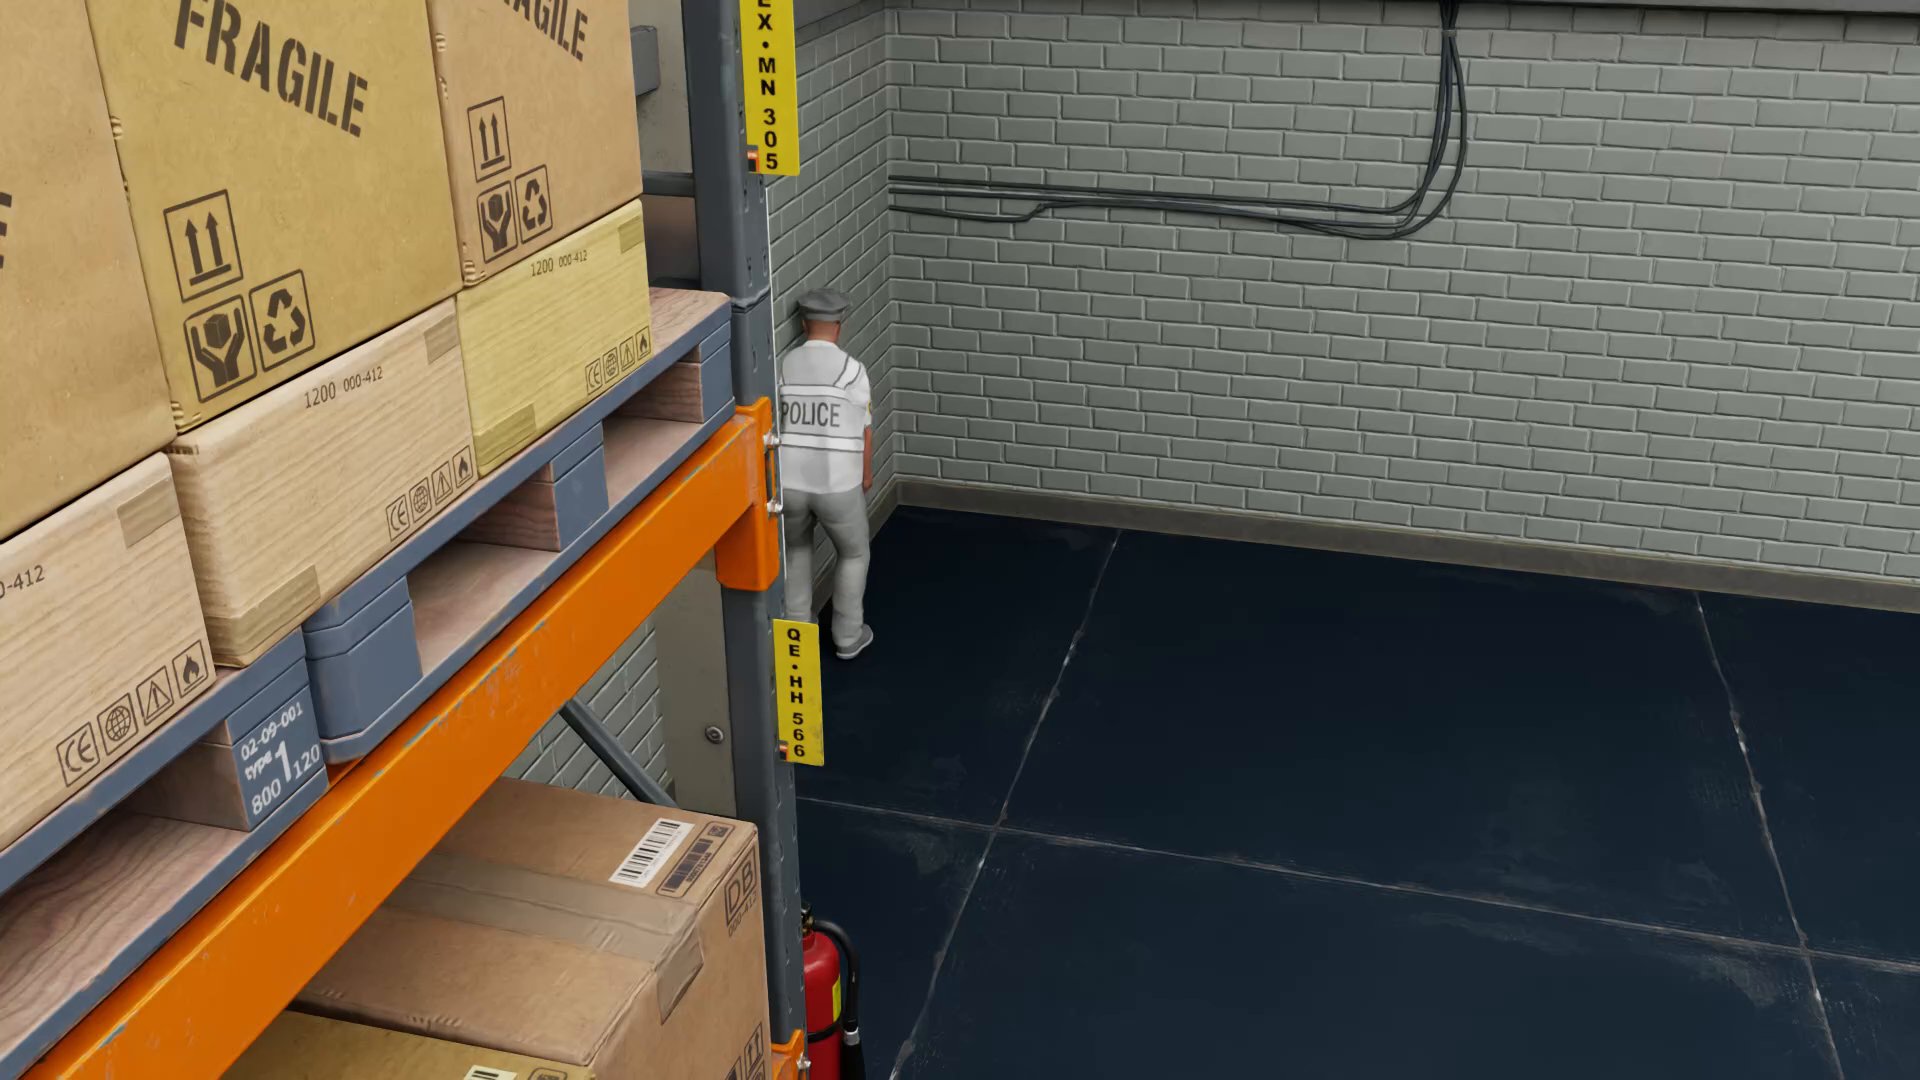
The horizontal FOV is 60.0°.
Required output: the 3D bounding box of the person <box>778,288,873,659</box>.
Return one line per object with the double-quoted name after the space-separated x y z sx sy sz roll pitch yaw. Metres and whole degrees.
-0.648 -0.290 7.785 0.478 1.703 0.617 6 26 12 "person"
